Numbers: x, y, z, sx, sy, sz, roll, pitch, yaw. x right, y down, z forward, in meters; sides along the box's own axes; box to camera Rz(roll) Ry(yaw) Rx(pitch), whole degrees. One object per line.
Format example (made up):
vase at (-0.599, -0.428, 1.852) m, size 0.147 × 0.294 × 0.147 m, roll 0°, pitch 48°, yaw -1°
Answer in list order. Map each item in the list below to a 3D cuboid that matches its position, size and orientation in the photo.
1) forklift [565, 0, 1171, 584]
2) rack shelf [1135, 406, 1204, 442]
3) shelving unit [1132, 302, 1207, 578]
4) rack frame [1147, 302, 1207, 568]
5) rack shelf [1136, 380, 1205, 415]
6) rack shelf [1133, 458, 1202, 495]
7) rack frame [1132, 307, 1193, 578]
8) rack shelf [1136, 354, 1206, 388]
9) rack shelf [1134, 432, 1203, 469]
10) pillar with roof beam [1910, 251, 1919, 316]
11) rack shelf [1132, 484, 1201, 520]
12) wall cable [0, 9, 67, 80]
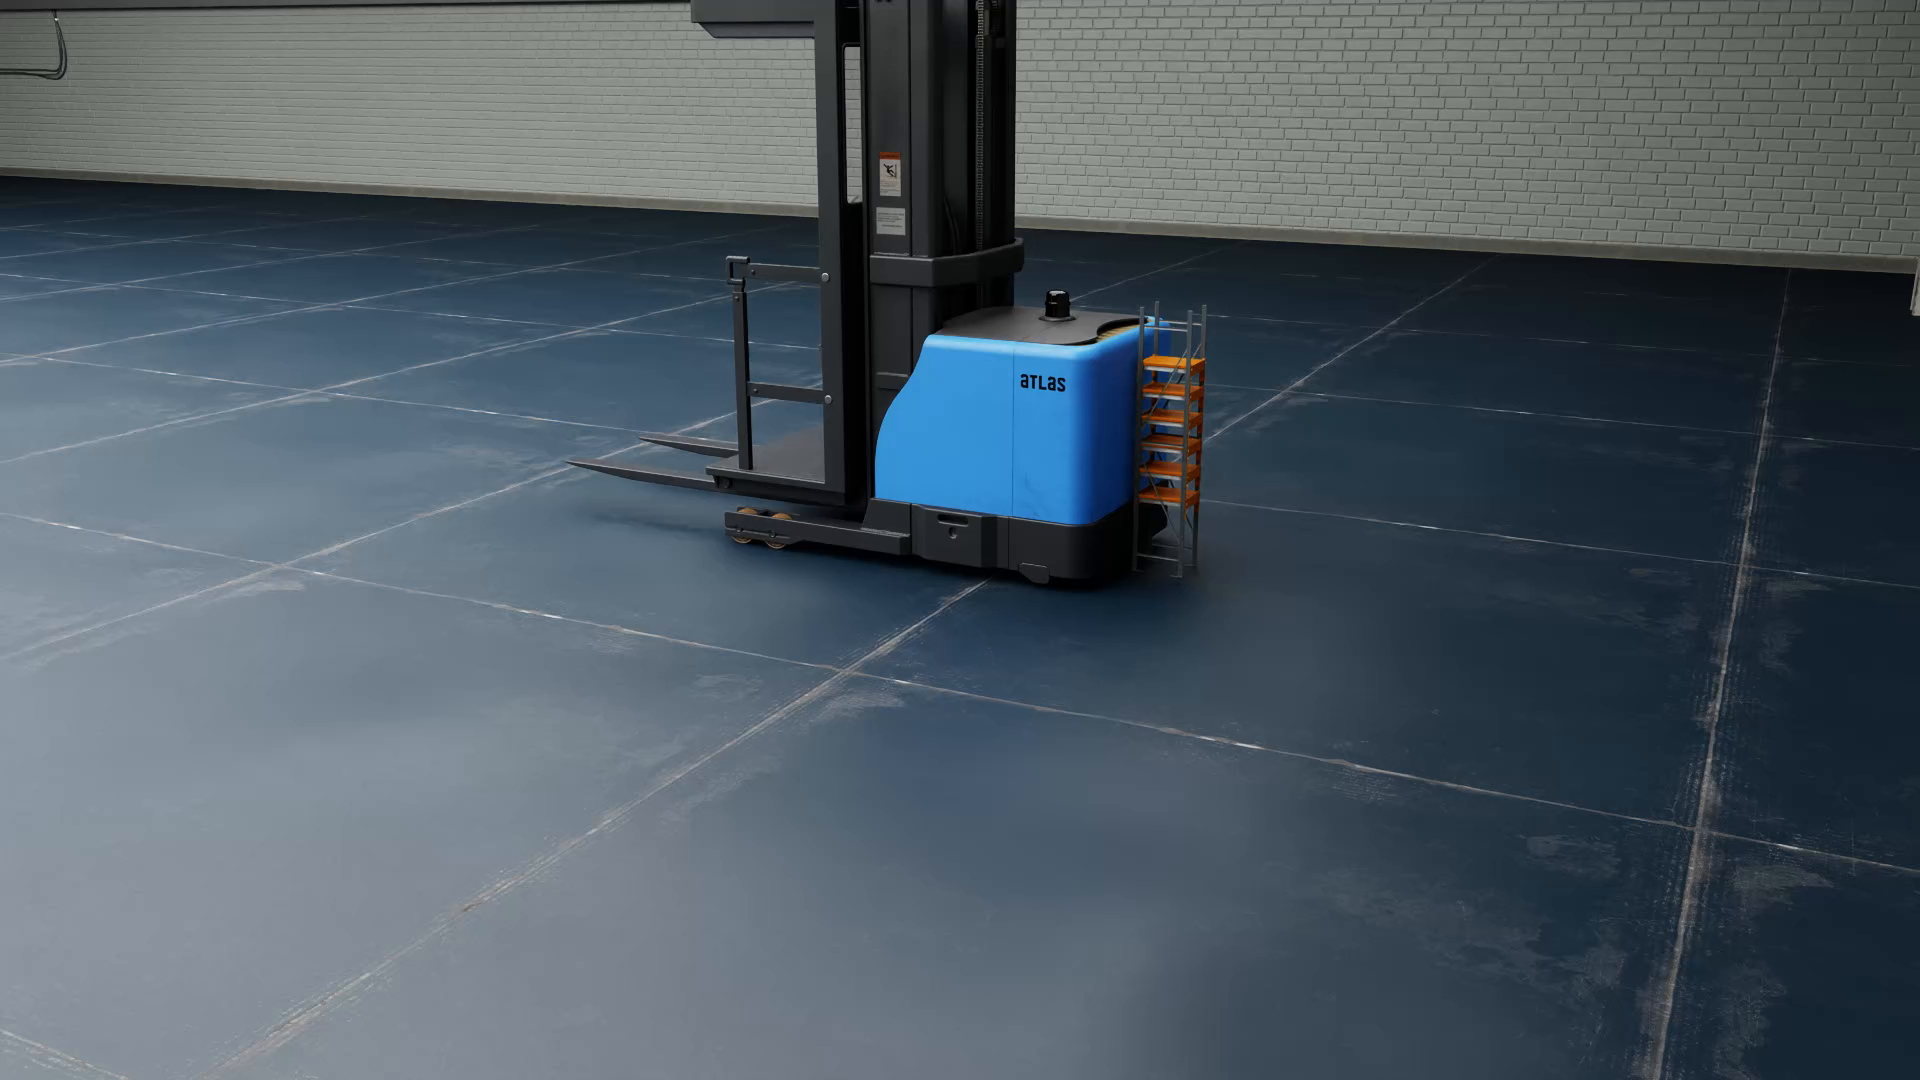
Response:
forklift at (-0.552, -1.487, 7.882) m, size 3.031 × 2.935 × 1.130 m, roll 8°, pitch 18°, yaw 26°
rack shelf at (0.930, -0.515, 7.385) m, size 0.258 × 0.103 × 0.180 m, roll 8°, pitch 18°, yaw 26°
shelving unit at (0.930, -0.442, 7.407) m, size 0.258 × 1.200 × 0.189 m, roll 8°, pitch 18°, yaw 26°
rack frame at (0.972, -0.466, 7.484) m, size 0.240 × 1.200 × 0.006 m, roll 8°, pitch 18°, yaw 26°
rack shelf at (0.930, -0.630, 7.351) m, size 0.258 × 0.103 × 0.180 m, roll 8°, pitch 18°, yaw 26°
rack shelf at (0.930, -0.285, 7.453) m, size 0.258 × 0.103 × 0.180 m, roll 8°, pitch 18°, yaw 26°
rack frame at (0.888, -0.419, 7.329) m, size 0.240 × 1.200 × 0.006 m, roll 8°, pitch 18°, yaw 26°
rack shelf at (0.930, -0.745, 7.317) m, size 0.258 × 0.103 × 0.180 m, roll 8°, pitch 18°, yaw 26°
rack shelf at (0.930, -0.400, 7.419) m, size 0.258 × 0.103 × 0.180 m, roll 8°, pitch 18°, yaw 26°
pillar with roof beam at (4.813, -6.886, 15.404) m, size 9.100 × 9.000 × 0.400 m, roll 8°, pitch 18°, yaw 25°
rack shelf at (0.930, -0.170, 7.488) m, size 0.258 × 0.103 × 0.180 m, roll 8°, pitch 18°, yaw 26°
wall cable at (-17.017, -9.440, 29.455) m, size 3.097 × 2.526 × 0.112 m, roll 8°, pitch 18°, yaw 25°
